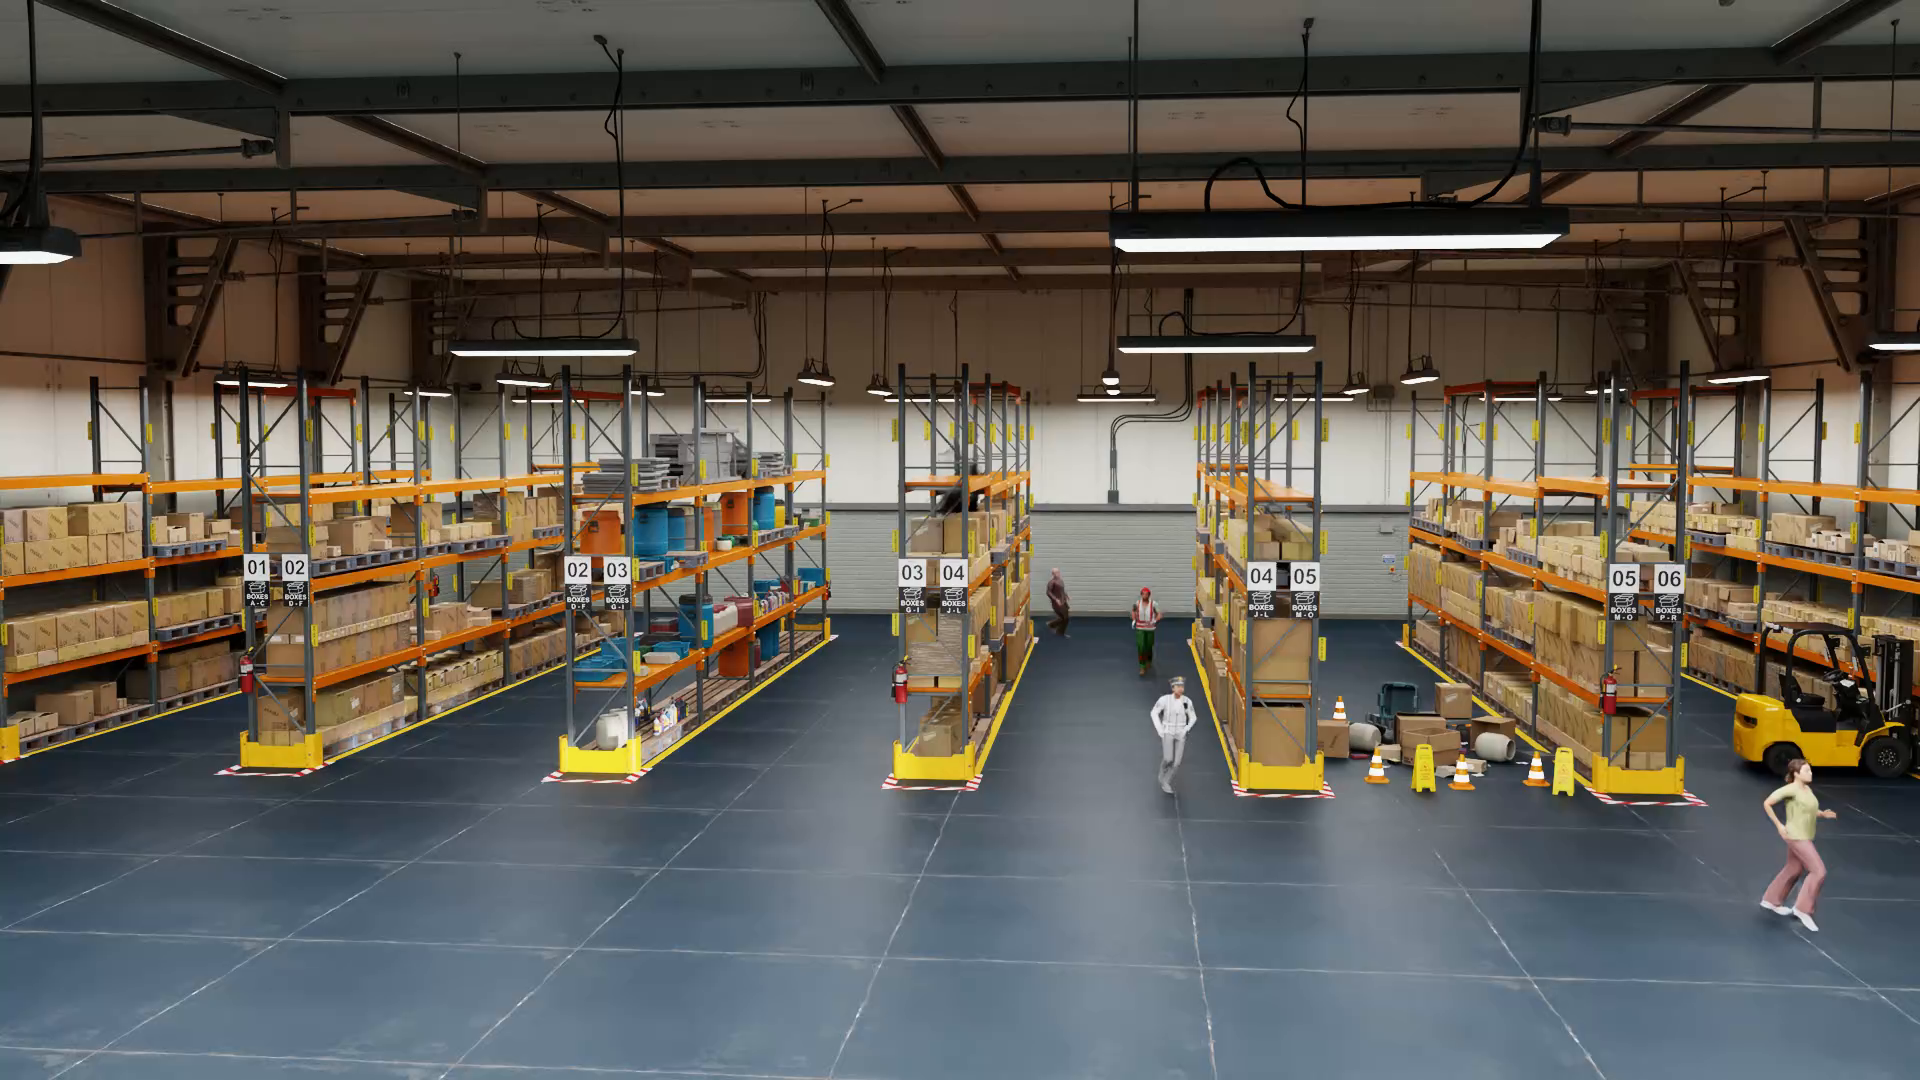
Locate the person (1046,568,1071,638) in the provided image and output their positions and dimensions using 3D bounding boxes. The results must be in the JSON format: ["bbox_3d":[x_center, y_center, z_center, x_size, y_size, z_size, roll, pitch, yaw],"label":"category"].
[{"bbox_3d":[2.358,1.544,40.624,0.618,1.732,0.776,2,4,32],"label":"person"}]

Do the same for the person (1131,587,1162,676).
[{"bbox_3d":[3.886,1.881,34.691,0.658,1.799,0.935,1,4,10],"label":"person"}]

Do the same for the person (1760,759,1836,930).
[{"bbox_3d":[8.540,3.080,16.952,0.544,1.715,0.715,-4,5,-44],"label":"person"}]

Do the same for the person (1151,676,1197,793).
[{"bbox_3d":[2.997,2.706,23.167,0.626,1.631,0.496,0,4,-6],"label":"person"}]
